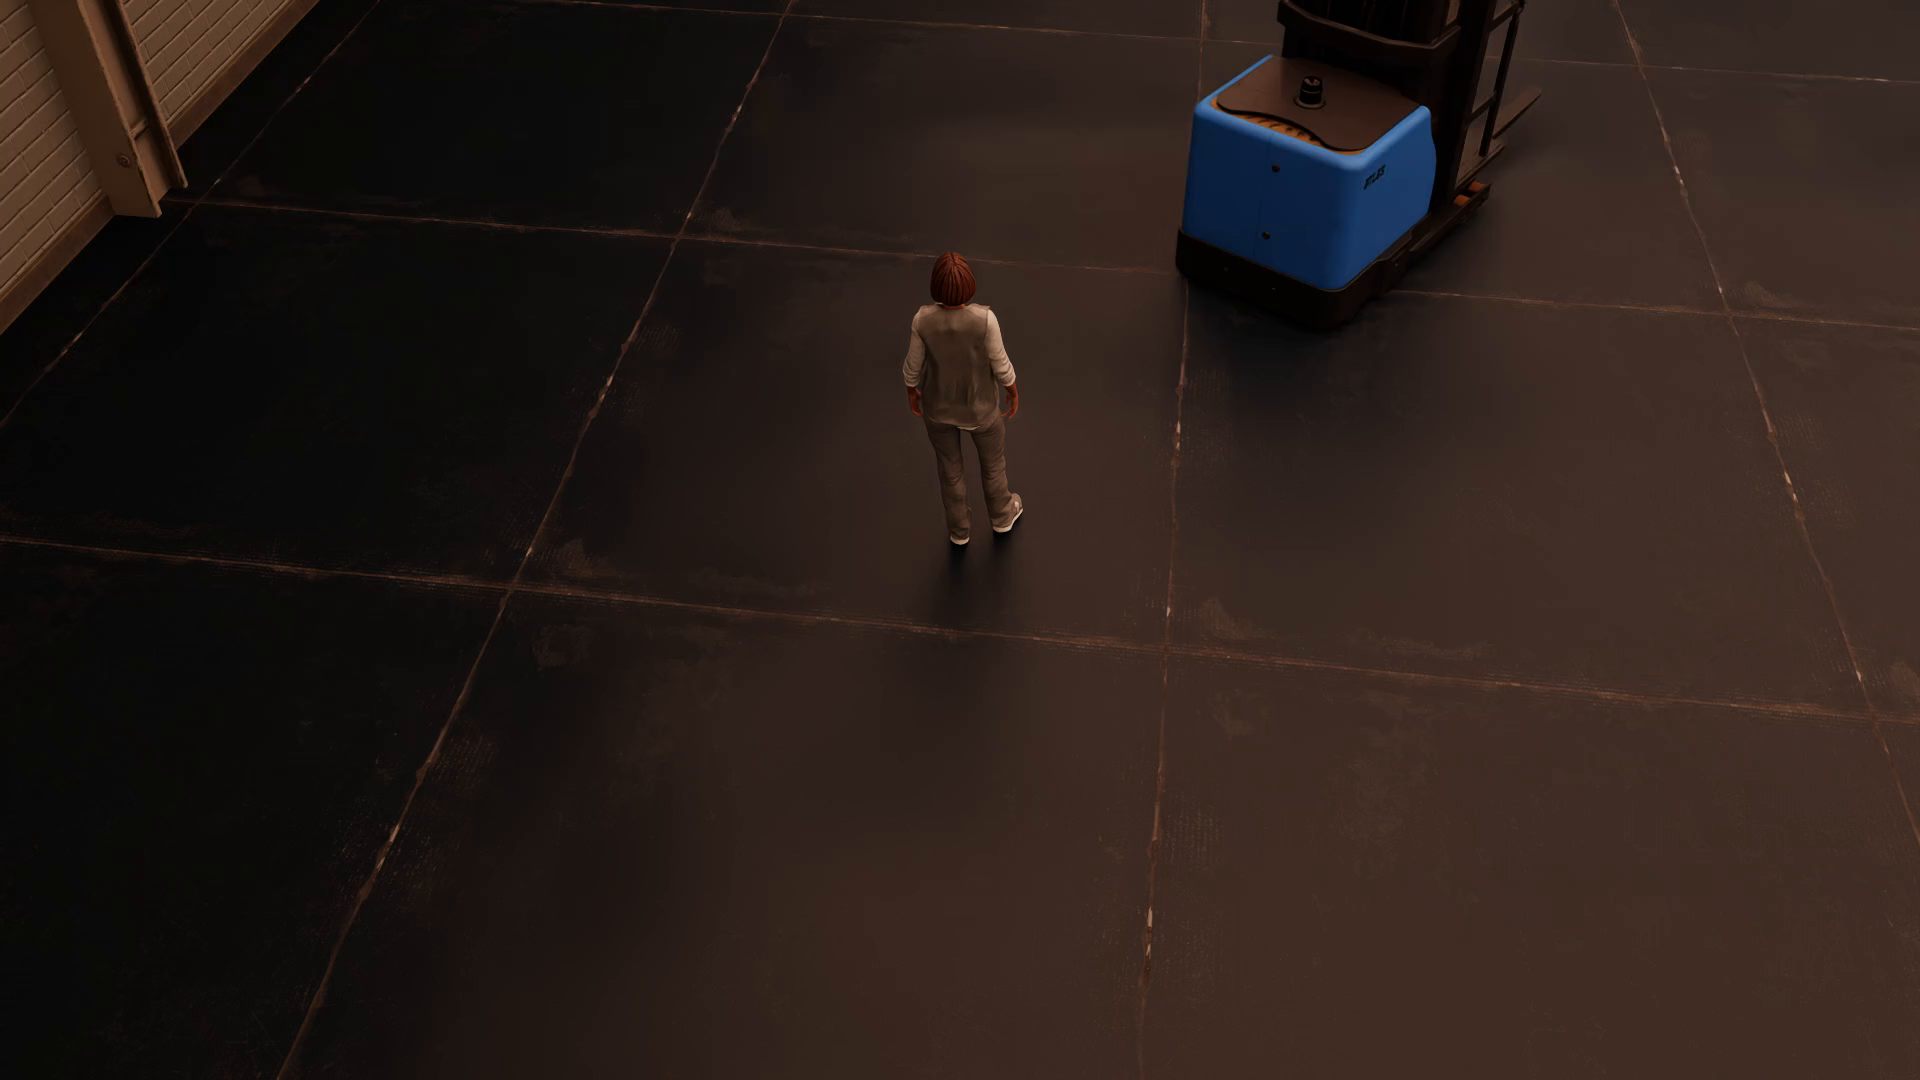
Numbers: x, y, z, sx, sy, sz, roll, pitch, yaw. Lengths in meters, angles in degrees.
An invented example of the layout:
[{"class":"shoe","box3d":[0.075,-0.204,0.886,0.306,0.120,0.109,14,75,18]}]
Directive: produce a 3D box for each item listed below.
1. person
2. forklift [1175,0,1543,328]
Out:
[{"class":"person","box3d":[0.023,-0.641,7.400,0.521,1.595,0.473,5,43,6]},{"class":"forklift","box3d":[2.546,-3.166,9.171,1.130,2.935,3.031,29,50,28]}]
